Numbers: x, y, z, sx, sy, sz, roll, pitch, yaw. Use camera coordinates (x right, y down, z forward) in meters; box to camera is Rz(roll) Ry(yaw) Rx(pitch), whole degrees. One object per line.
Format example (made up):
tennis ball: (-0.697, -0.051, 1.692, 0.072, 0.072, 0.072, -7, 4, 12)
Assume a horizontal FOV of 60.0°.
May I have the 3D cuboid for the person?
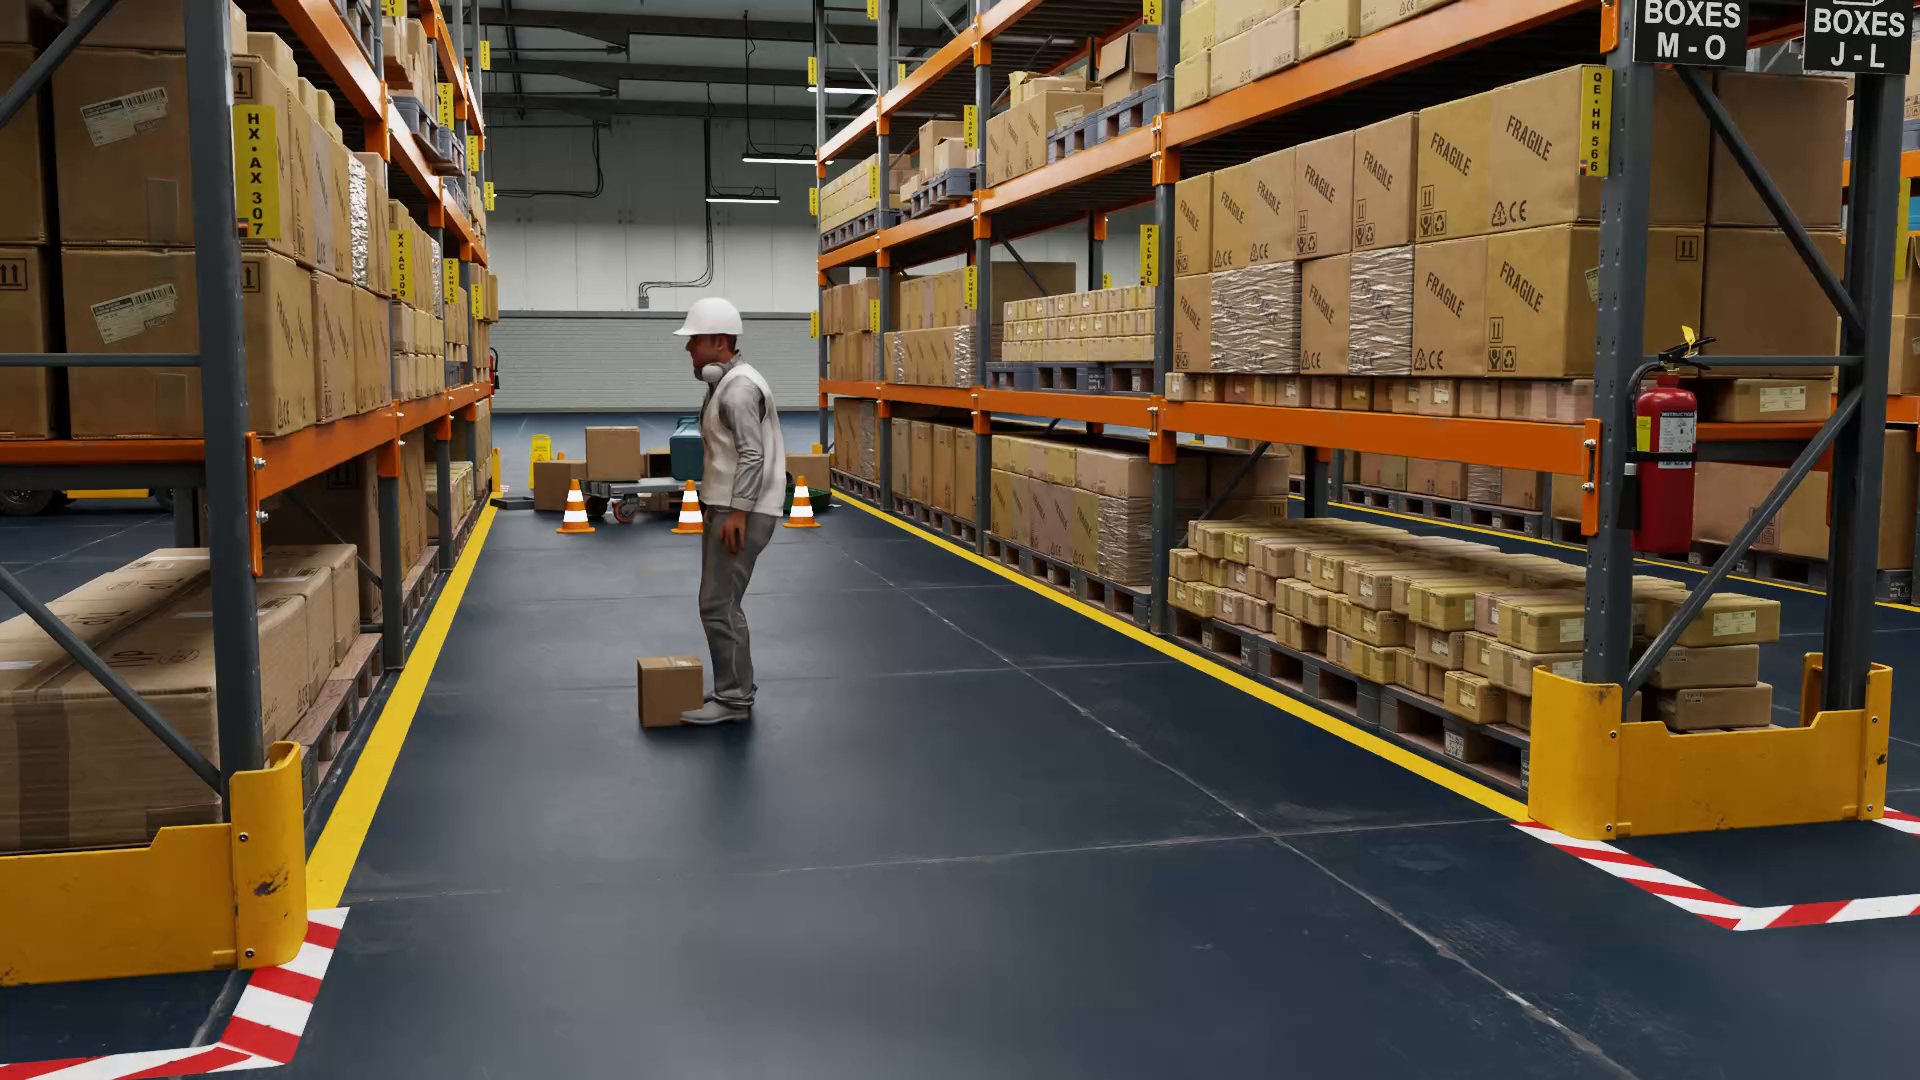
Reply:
person: (-0.974, -0.125, 7.003, 0.476, 1.769, 0.581, -2, 6, -17)
